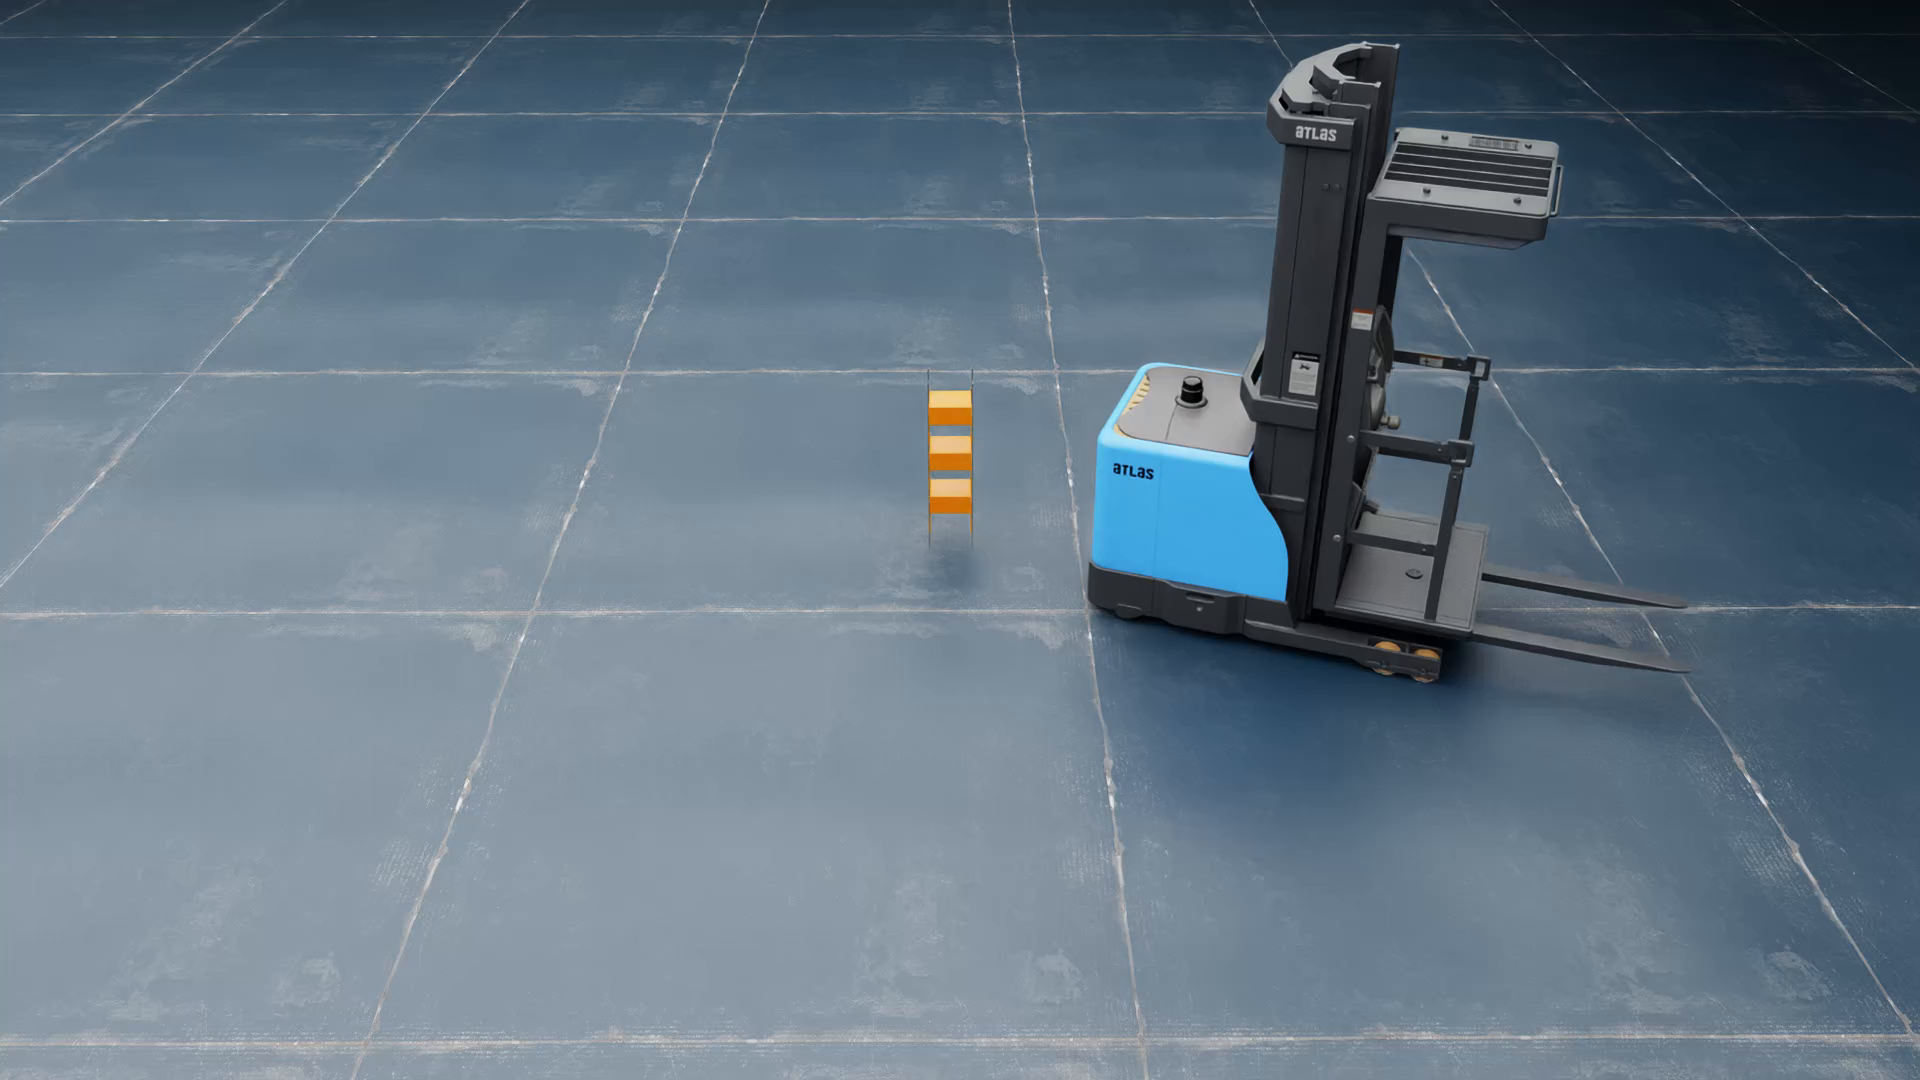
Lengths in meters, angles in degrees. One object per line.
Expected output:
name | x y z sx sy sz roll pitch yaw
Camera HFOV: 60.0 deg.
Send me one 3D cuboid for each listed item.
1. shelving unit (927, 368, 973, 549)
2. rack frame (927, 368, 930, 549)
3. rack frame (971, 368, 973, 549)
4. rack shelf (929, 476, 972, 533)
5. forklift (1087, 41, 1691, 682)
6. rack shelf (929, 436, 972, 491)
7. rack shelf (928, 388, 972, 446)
shelving unit | -0.054 -0.449 9.367 0.252 1.050 0.215 0 31 0
rack frame | -0.176 -0.448 9.366 0.008 1.050 0.200 0 31 0
rack frame | 0.068 -0.449 9.367 0.008 1.050 0.200 0 31 0
rack shelf | -0.054 -0.202 9.516 0.240 0.259 0.215 0 31 0
forklift | 2.263 -0.842 8.202 3.031 2.935 1.130 10 33 17
rack shelf | -0.054 -0.440 9.372 0.240 0.259 0.215 0 31 0
rack shelf | -0.054 -0.682 9.225 0.240 0.259 0.215 0 31 0
